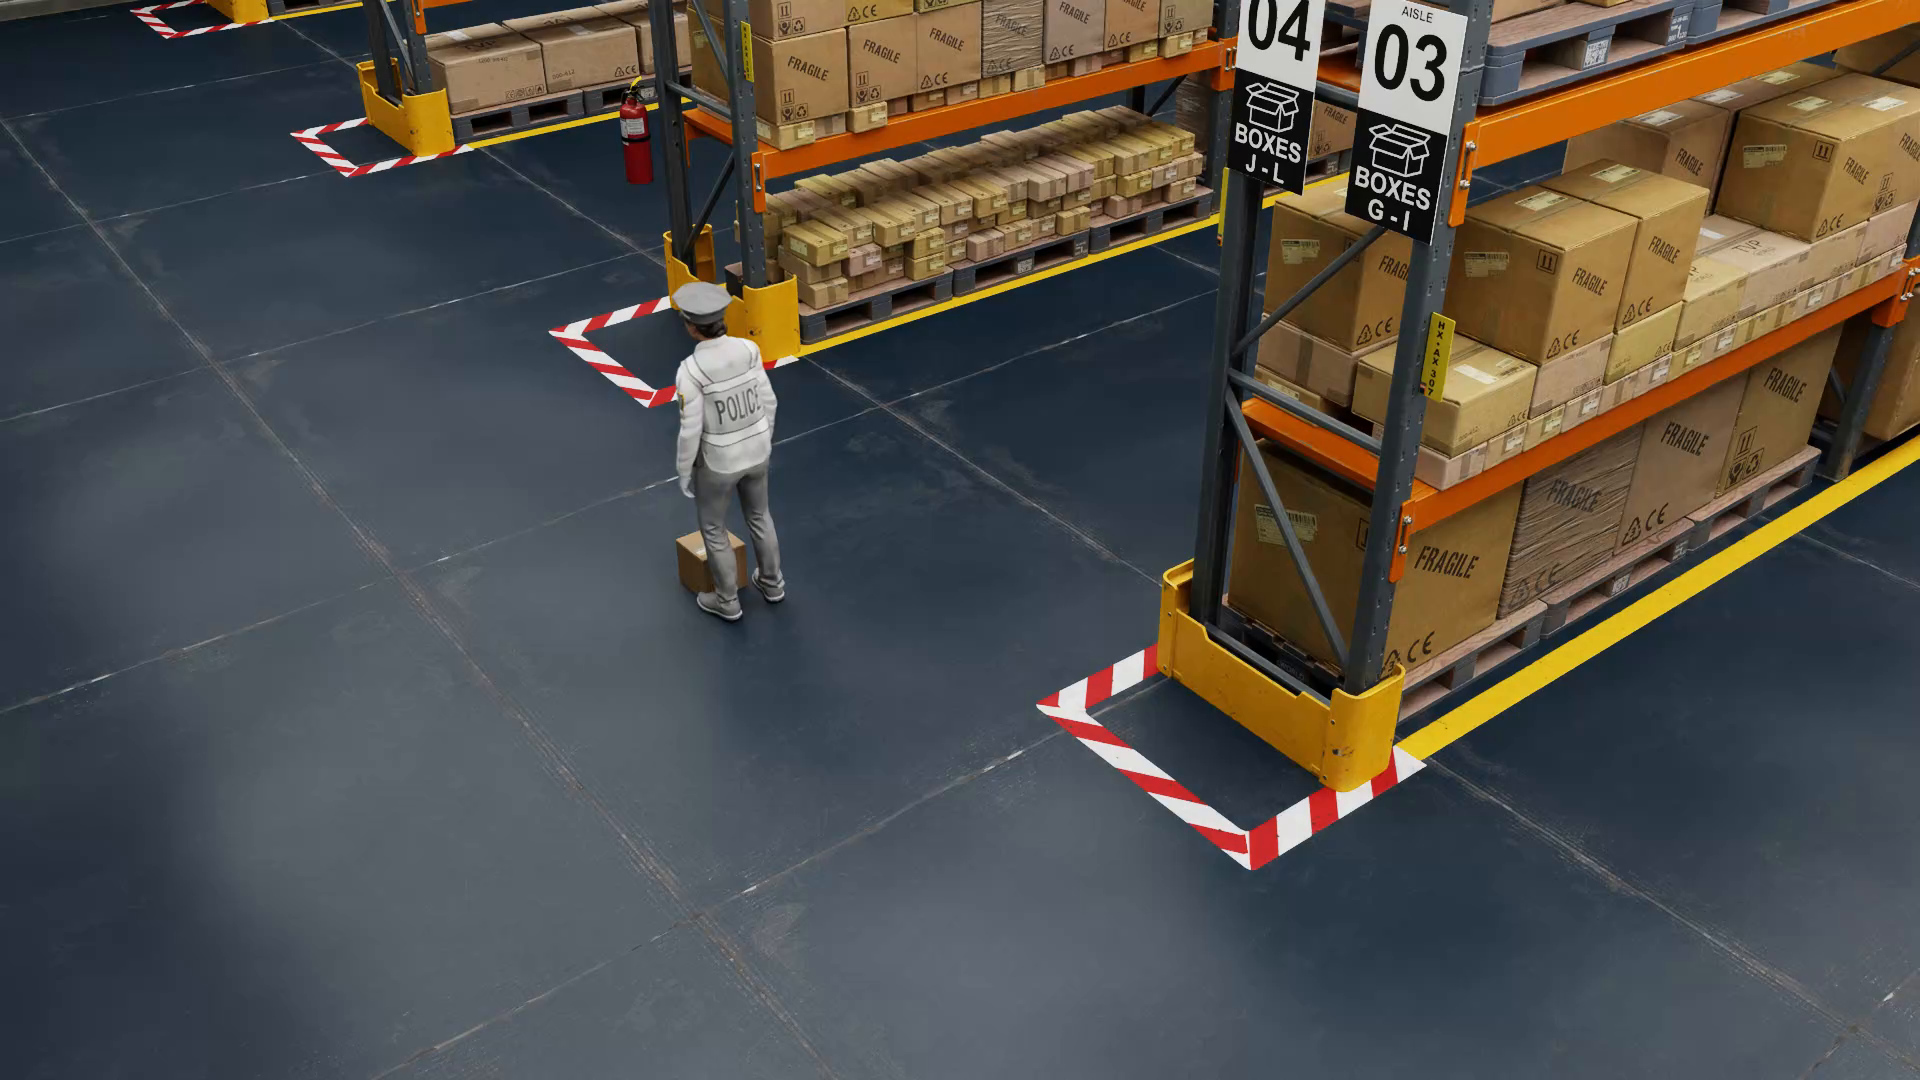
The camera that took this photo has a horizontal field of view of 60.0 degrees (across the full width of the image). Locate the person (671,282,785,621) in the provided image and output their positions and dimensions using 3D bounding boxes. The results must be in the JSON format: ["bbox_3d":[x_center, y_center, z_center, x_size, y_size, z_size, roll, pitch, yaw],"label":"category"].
[{"bbox_3d":[-1.083,-0.382,7.737,0.542,1.662,0.376,-25,40,-34],"label":"person"}]
